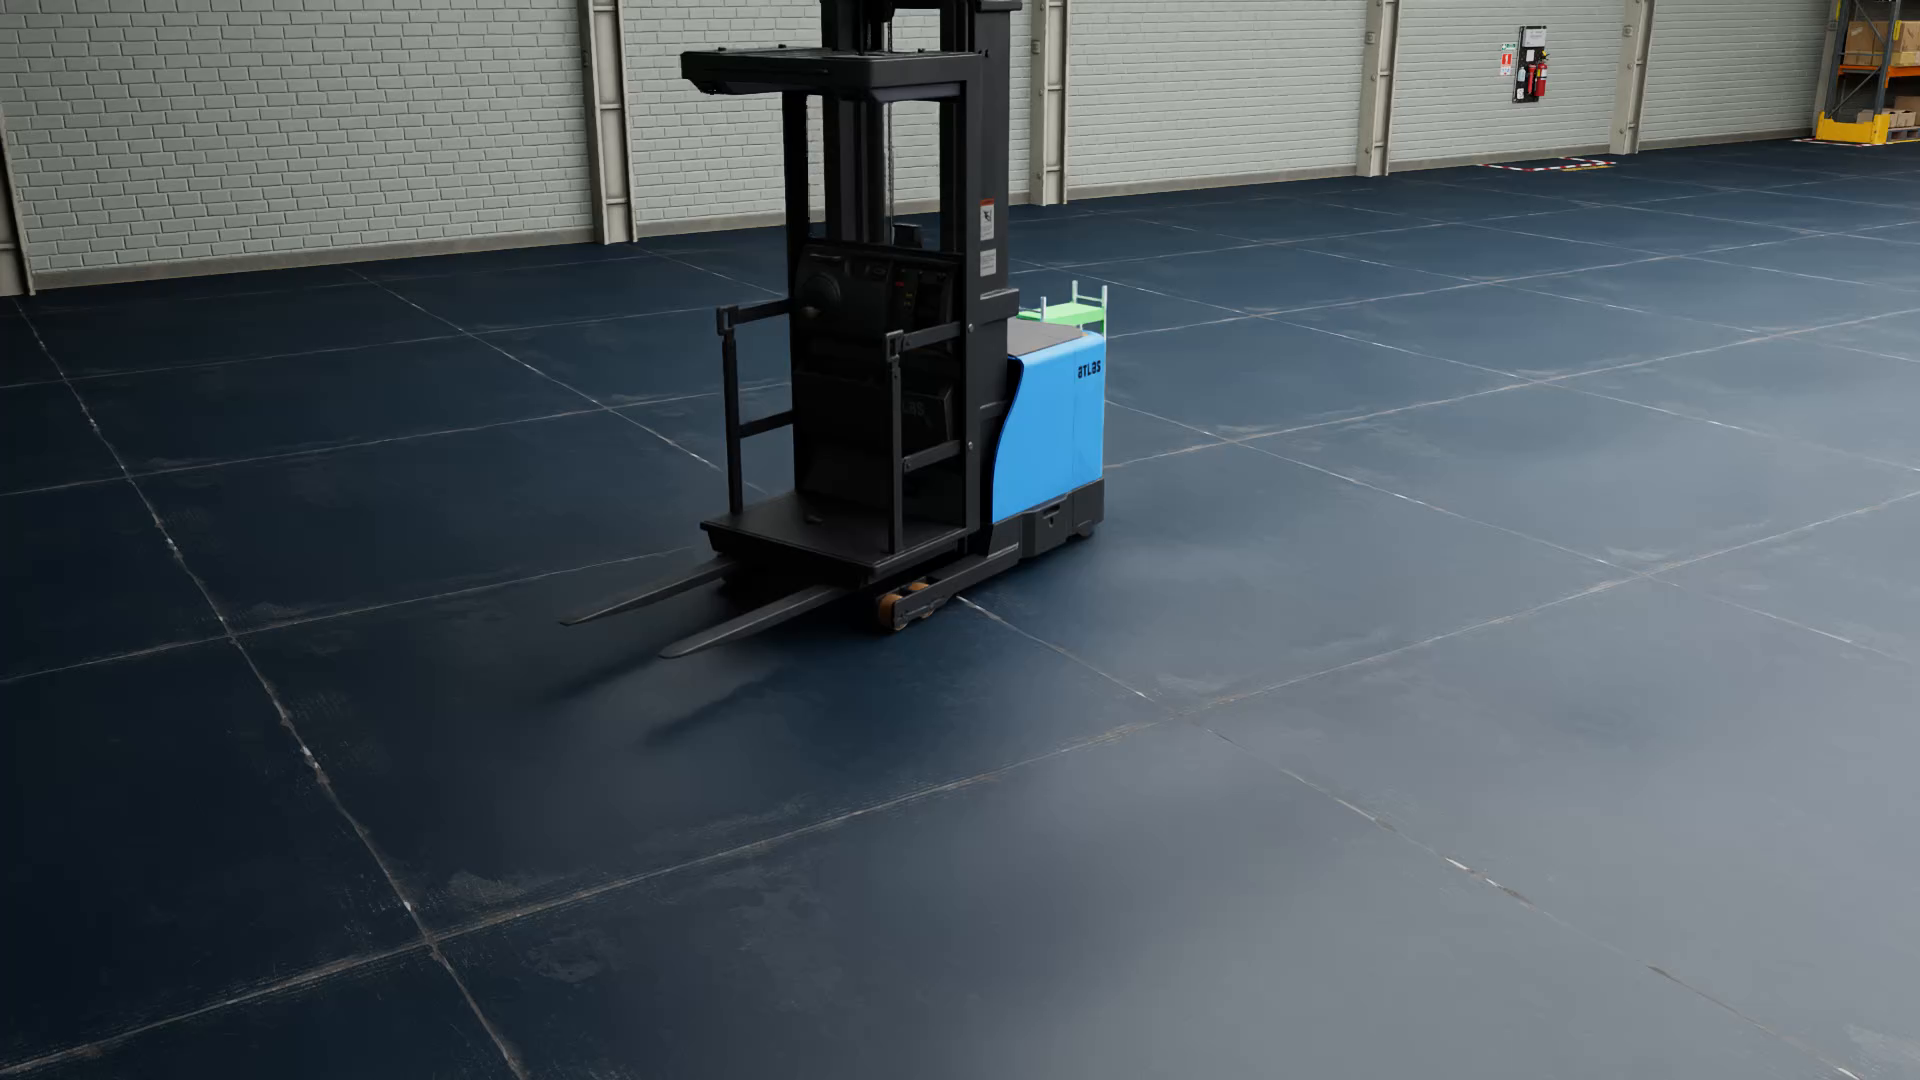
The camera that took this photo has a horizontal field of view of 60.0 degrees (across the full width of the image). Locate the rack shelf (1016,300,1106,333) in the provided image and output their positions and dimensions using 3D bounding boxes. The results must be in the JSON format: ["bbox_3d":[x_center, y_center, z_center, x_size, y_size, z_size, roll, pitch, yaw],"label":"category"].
[{"bbox_3d":[0.541,-1.191,9.094,0.480,0.148,0.258,-17,25,-41],"label":"rack shelf"}]

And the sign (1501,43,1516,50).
[{"bbox_3d":[8.578,-7.715,25.997,0.331,0.109,0.001,-12,22,-31],"label":"sign"}]

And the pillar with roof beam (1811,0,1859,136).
[{"bbox_3d":[18.551,-10.690,26.316,0.400,9.000,9.100,-12,22,-31],"label":"pillar with roof beam"}]

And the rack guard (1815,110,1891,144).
[{"bbox_3d":[16.138,-7.475,30.073,0.348,0.500,1.175,-12,22,-31],"label":"rack guard"}]

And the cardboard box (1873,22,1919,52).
[{"bbox_3d":[16.638,-8.943,29.545,0.500,0.500,0.500,-12,22,-31],"label":"cardboard box"}]

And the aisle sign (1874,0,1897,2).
[{"bbox_3d":[16.179,-9.784,28.942,0.004,0.787,0.394,-12,22,-31],"label":"aisle sign"}]

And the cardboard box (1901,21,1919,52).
[{"bbox_3d":[17.057,-9.027,29.795,0.500,0.500,0.500,-12,22,-31],"label":"cardboard box"}]

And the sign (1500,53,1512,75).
[{"bbox_3d":[8.569,-7.465,26.087,0.234,0.329,0.001,-12,22,-31],"label":"sign"}]

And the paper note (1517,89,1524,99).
[{"bbox_3d":[8.902,-7.088,26.403,0.142,0.148,0.016,-12,22,-31],"label":"paper note"}]

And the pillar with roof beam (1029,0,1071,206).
[{"bbox_3d":[3.518,-7.520,16.937,0.400,9.000,9.100,-12,22,-31],"label":"pillar with roof beam"}]

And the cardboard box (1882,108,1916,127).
[{"bbox_3d":[17.178,-7.778,30.580,0.500,0.311,0.500,-10,21,-27],"label":"cardboard box"}]

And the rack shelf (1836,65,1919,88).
[{"bbox_3d":[17.745,-8.657,30.791,4.000,0.370,1.077,-12,22,-31],"label":"rack shelf"}]

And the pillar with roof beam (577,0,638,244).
[{"bbox_3d":[-1.493,-6.463,13.811,0.400,9.000,9.100,-12,22,-31],"label":"pillar with roof beam"}]

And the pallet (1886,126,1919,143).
[{"bbox_3d":[16.836,-7.471,30.515,1.213,0.211,1.003,-12,22,-31],"label":"pallet"}]

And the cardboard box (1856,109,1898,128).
[{"bbox_3d":[16.702,-7.678,30.283,0.500,0.311,0.500,-15,24,-37],"label":"cardboard box"}]

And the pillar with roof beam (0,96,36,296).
[{"bbox_3d":[-6.504,-5.406,10.685,0.400,9.000,9.100,-12,22,-31],"label":"pillar with roof beam"}]

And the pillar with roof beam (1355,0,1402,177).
[{"bbox_3d":[8.529,-8.577,20.064,0.400,9.000,9.100,-12,22,-31],"label":"pillar with roof beam"}]

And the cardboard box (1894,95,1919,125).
[{"bbox_3d":[17.818,-7.984,30.892,0.500,0.500,0.700,-14,23,-35],"label":"cardboard box"}]

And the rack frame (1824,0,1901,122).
[{"bbox_3d":[16.074,-8.645,29.633,0.127,3.000,1.000,-12,22,-31],"label":"rack frame"}]

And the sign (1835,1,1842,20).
[{"bbox_3d":[15.786,-9.496,29.847,0.005,0.325,0.100,-12,22,-31],"label":"sign"}]

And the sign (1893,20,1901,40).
[{"bbox_3d":[16.373,-8.910,29.066,0.005,0.325,0.100,-12,22,-31],"label":"sign"}]

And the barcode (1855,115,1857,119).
[{"bbox_3d":[16.497,-7.792,30.607,0.075,0.075,0.001,-12,22,-31],"label":"barcode"}]

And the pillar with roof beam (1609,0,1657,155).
[{"bbox_3d":[13.540,-9.634,23.190,0.400,9.000,9.100,-12,22,-31],"label":"pillar with roof beam"}]

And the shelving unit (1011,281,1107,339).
[{"bbox_3d":[0.541,-0.796,9.227,0.503,1.200,0.258,-17,25,-41],"label":"shelving unit"}]

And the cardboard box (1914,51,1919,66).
[{"bbox_3d":[17.082,-8.680,29.939,0.500,0.250,0.500,-13,22,-33],"label":"cardboard box"}]

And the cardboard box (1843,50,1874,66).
[{"bbox_3d":[16.358,-8.718,30.051,0.500,0.250,0.500,-12,22,-31],"label":"cardboard box"}]

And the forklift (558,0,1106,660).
[{"bbox_3d":[-0.524,-1.155,7.585,1.130,2.935,3.031,14,23,35],"label":"forklift"}]

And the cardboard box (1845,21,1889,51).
[{"bbox_3d":[16.351,-9.079,29.948,0.500,0.500,0.500,-12,22,-32],"label":"cardboard box"}]

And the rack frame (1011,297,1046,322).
[{"bbox_3d":[0.365,-0.742,9.067,0.015,1.200,0.240,-17,25,-41],"label":"rack frame"}]

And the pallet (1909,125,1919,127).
[{"bbox_3d":[17.854,-7.685,31.147,1.213,0.211,1.003,-12,22,-31],"label":"pallet"}]

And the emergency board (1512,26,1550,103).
[{"bbox_3d":[9.087,-7.518,26.299,0.643,1.169,0.194,-12,22,-31],"label":"emergency board"}]

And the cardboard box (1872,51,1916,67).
[{"bbox_3d":[16.657,-8.585,29.657,0.500,0.250,0.500,-13,22,-33],"label":"cardboard box"}]

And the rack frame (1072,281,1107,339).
[{"bbox_3d":[0.717,-0.851,9.387,0.015,1.200,0.240,-17,25,-41],"label":"rack frame"}]
